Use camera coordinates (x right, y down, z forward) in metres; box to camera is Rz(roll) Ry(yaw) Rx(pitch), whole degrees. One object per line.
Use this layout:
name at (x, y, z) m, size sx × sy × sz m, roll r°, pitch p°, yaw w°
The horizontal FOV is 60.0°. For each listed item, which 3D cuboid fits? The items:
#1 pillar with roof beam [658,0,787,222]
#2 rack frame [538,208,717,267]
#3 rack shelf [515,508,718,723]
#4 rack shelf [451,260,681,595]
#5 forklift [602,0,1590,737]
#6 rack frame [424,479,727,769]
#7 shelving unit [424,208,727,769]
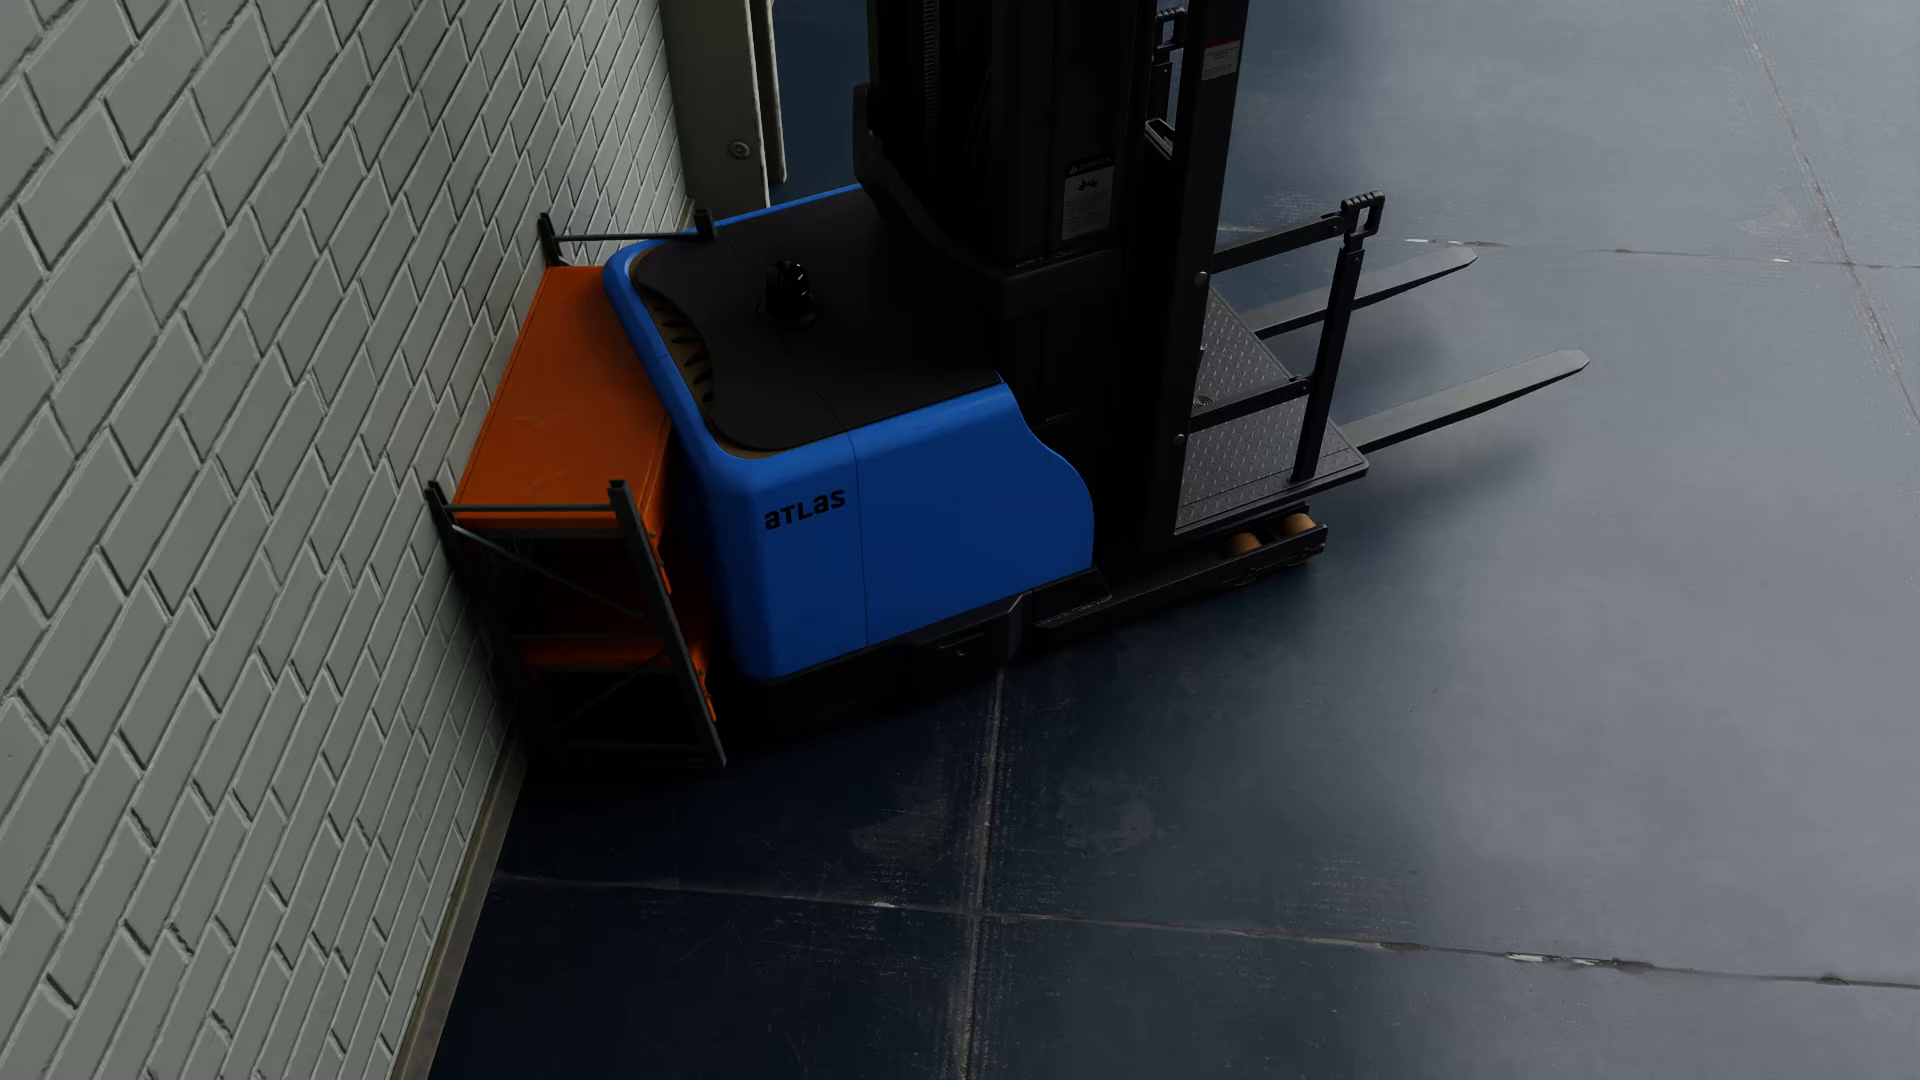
pillar with roof beam at (3.431, -4.056, 2.861) m, size 9.100 × 9.000 × 0.400 m, roll 4°, pitch 48°, yaw 4°
rack frame at (-0.866, -0.509, 4.922) m, size 0.500 × 1.125 × 0.032 m, roll 0°, pitch 48°, yaw 8°
rack shelf at (-0.887, 0.033, 4.766) m, size 0.538 × 0.278 × 1.000 m, roll 0°, pitch 48°, yaw 8°
rack shelf at (-0.940, -0.326, 4.369) m, size 0.538 × 0.278 × 1.000 m, roll 0°, pitch 48°, yaw 8°
forklift at (0.571, -1.185, 4.347) m, size 3.031 × 2.935 × 1.130 m, roll -19°, pitch 50°, yaw -17°
rack frame at (-0.956, 0.248, 4.249) m, size 0.500 × 1.125 × 0.032 m, roll 0°, pitch 48°, yaw 8°
shelving unit at (-0.911, -0.130, 4.585) m, size 0.538 × 1.125 × 1.048 m, roll 0°, pitch 48°, yaw 8°
